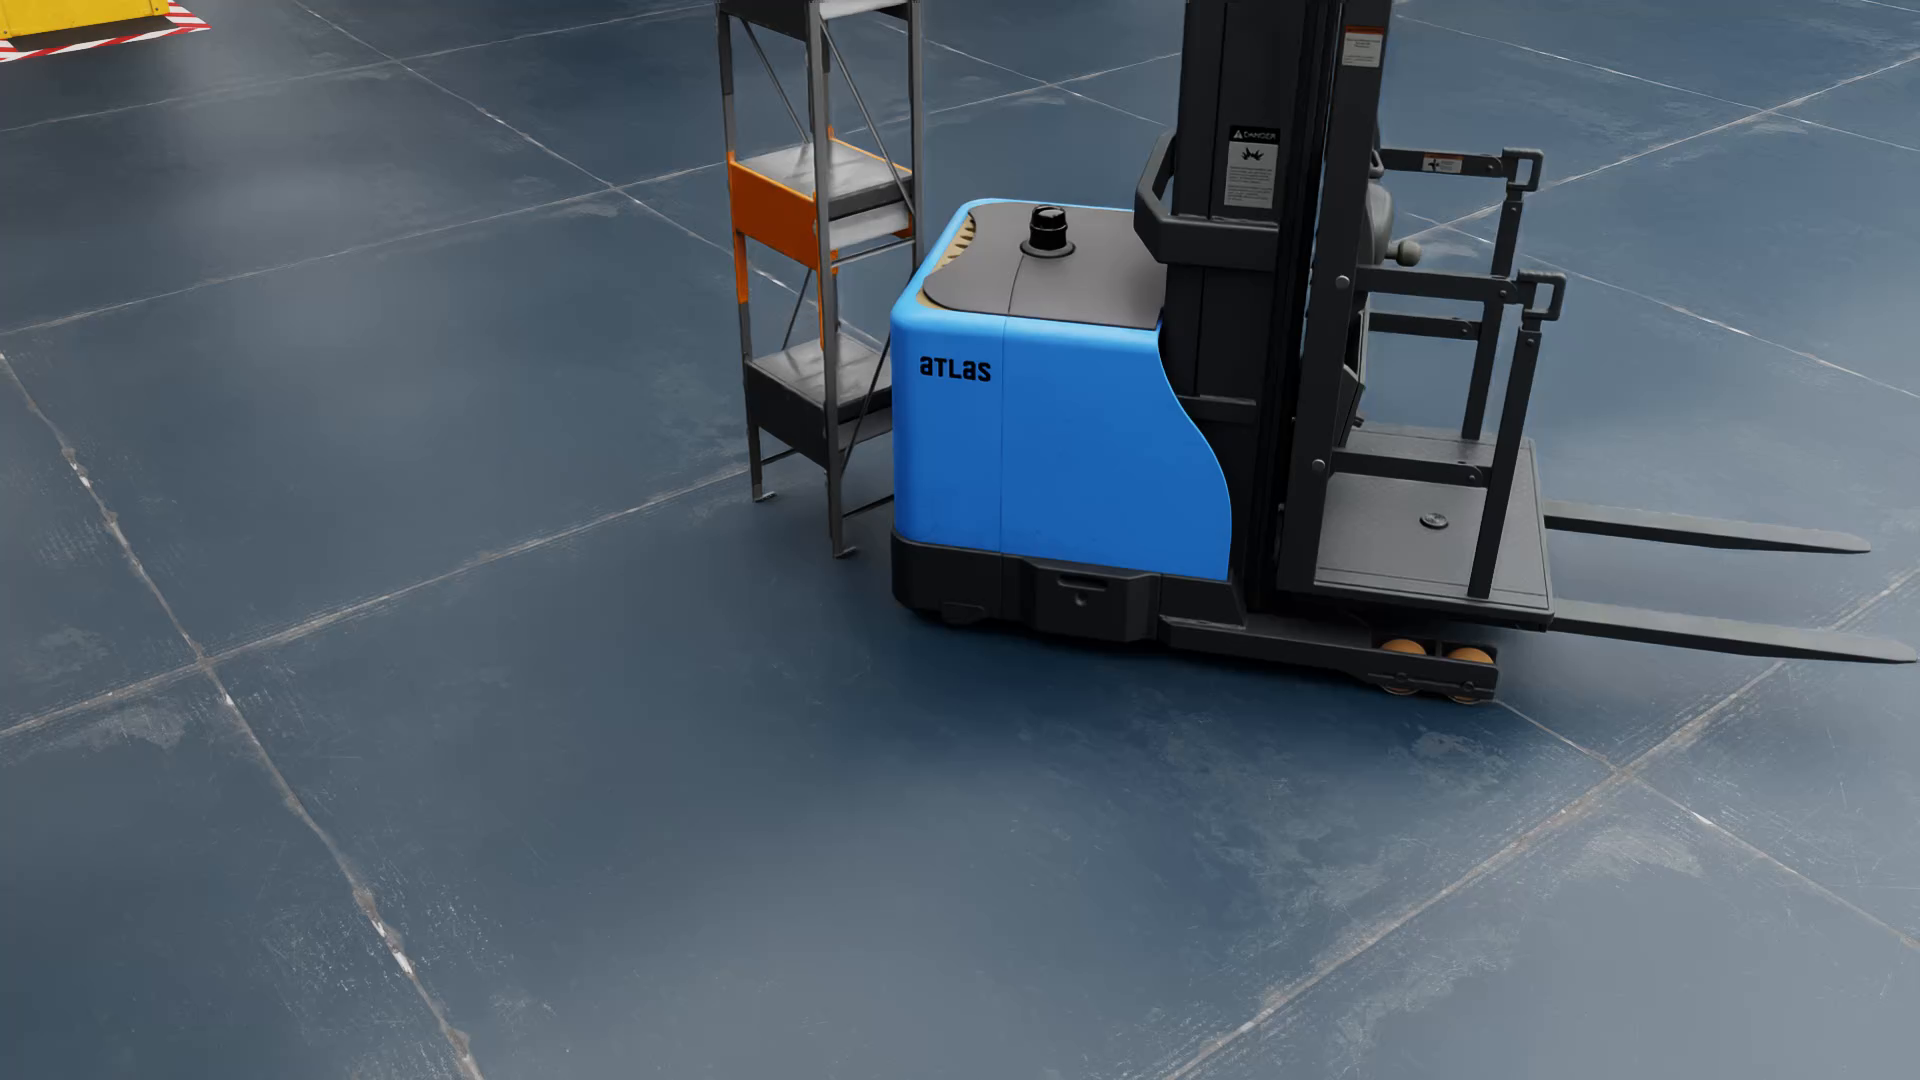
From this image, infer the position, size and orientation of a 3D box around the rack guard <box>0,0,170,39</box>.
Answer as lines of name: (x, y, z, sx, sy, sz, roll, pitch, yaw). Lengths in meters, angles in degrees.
rack guard: (-6.129, -3.817, 11.421, 1.175, 0.500, 0.348, -22, 38, -31)

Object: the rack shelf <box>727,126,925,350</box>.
rack shelf: (-0.430, -0.984, 5.370, 0.431, 0.518, 0.480, -24, 39, -33)

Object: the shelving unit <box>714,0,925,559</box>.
shelving unit: (-0.430, -0.996, 5.363, 0.431, 2.100, 0.503, -24, 39, -33)

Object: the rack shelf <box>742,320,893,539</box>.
rack shelf: (-0.430, -0.390, 5.740, 0.431, 0.518, 0.480, -24, 39, -33)

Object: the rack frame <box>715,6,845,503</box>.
rack frame: (-0.586, -1.095, 5.523, 0.400, 2.100, 0.015, -24, 39, -33)

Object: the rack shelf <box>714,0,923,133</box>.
rack shelf: (-0.430, -1.579, 5.001, 0.431, 0.518, 0.480, -24, 39, -33)

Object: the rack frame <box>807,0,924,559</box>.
rack frame: (-0.274, -0.897, 5.204, 0.400, 2.100, 0.015, -24, 39, -33)

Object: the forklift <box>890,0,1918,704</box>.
forklift: (1.355, -1.065, 4.687, 3.031, 2.935, 1.130, 7, 33, 11)
